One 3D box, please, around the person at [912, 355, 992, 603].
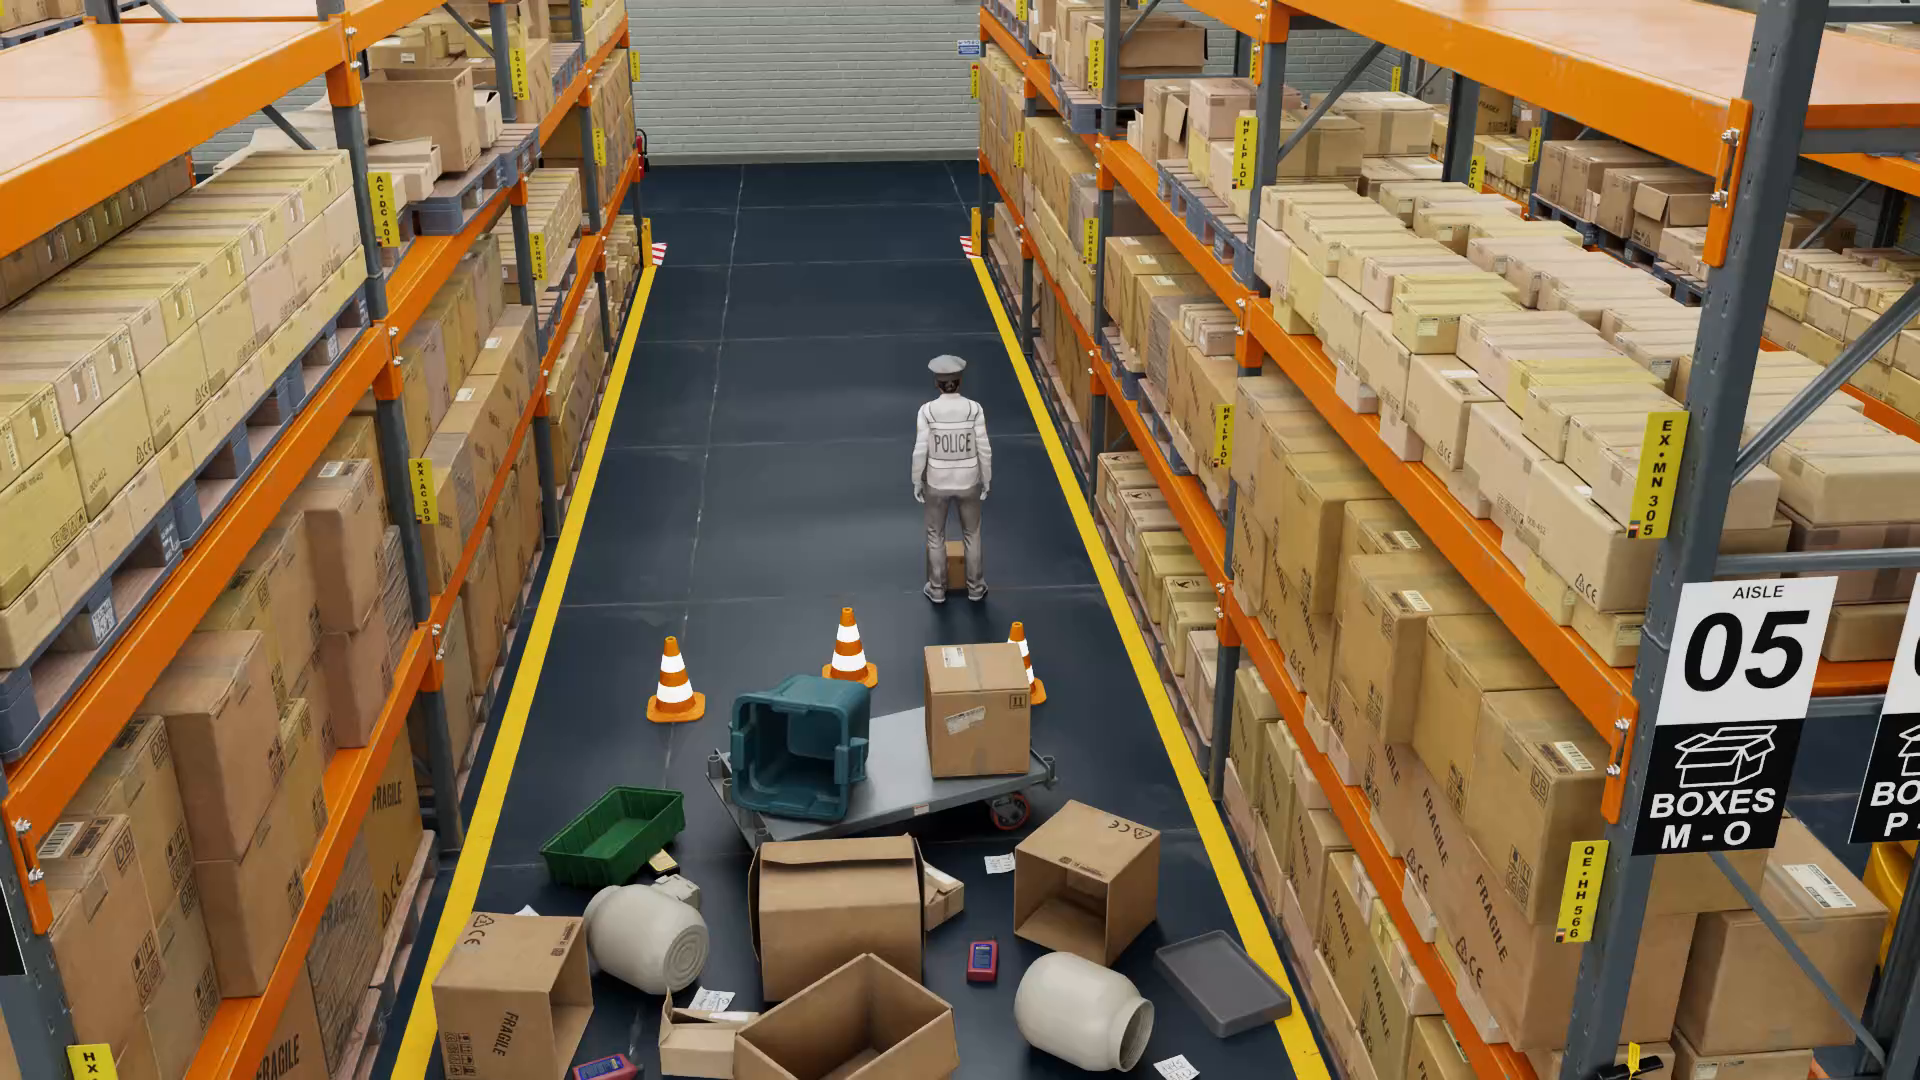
[{"bbox_3d":[-0.055,-0.373,10.940,0.526,1.662,0.375,-2,24,-6],"label":"person"}]
